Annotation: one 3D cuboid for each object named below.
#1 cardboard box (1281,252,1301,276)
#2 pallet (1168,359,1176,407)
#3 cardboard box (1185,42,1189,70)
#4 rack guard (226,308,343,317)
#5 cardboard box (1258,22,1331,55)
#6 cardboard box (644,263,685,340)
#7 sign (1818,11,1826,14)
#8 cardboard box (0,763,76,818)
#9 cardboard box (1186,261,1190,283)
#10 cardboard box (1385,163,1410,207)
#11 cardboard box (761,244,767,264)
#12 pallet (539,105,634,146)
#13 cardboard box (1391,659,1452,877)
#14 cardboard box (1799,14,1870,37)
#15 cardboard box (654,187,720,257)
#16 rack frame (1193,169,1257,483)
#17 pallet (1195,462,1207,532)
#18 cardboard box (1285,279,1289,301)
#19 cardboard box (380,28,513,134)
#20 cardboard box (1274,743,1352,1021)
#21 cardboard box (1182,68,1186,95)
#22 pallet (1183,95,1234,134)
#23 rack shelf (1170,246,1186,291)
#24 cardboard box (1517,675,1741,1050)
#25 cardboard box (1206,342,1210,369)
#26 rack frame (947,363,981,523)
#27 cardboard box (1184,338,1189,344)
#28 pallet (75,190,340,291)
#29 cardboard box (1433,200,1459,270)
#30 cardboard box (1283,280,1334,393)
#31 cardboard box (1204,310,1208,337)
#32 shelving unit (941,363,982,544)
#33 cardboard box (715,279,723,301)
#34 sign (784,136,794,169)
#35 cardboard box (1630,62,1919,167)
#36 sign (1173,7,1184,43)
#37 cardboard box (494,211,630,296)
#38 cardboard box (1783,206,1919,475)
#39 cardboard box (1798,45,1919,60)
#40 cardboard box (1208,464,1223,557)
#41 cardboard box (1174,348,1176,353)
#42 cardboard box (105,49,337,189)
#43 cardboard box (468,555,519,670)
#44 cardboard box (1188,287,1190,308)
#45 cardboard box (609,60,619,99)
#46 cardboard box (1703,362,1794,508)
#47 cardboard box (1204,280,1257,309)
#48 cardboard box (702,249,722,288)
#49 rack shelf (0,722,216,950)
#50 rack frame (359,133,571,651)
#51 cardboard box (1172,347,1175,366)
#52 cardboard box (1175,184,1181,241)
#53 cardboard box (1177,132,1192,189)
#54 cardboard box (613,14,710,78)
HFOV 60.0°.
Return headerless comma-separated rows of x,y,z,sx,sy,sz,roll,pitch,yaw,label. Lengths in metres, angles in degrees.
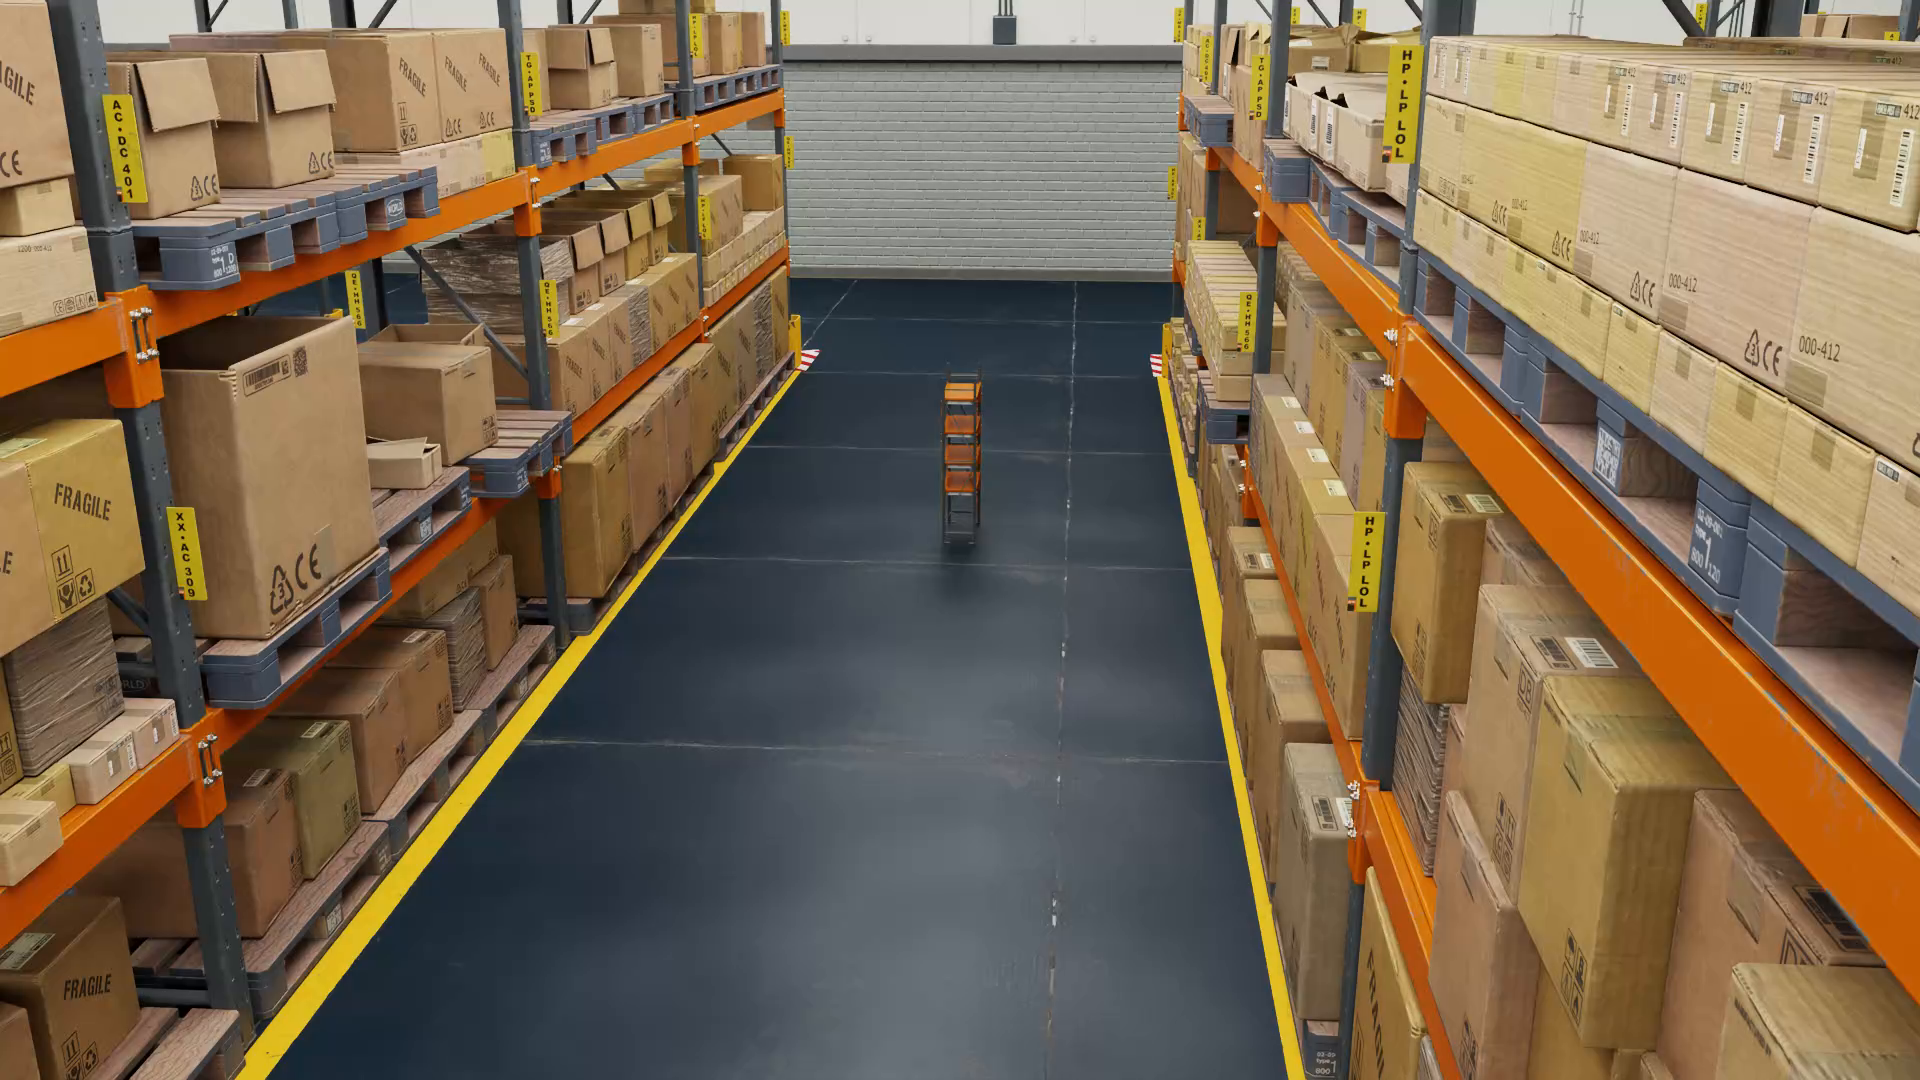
2.506,-1.964,11.872,0.380,0.149,0.250,1,18,2,cardboard box
2.566,-1.536,16.270,1.003,0.211,1.213,1,18,4,pallet
2.338,-4.435,15.261,0.500,0.250,0.500,1,18,3,cardboard box
-7.226,-2.208,17.860,1.175,0.500,0.348,1,18,4,rack guard
1.883,-2.779,9.379,0.396,0.266,0.258,1,18,4,cardboard box
-2.365,-1.778,12.372,0.500,0.500,0.500,2,18,6,cardboard box
8.150,-4.849,15.792,0.100,0.325,0.005,1,18,4,sign
-2.962,0.796,5.081,0.380,0.149,0.250,1,18,4,cardboard box
1.891,-2.003,12.470,0.380,0.149,0.250,2,18,5,cardboard box
1.696,-1.233,5.457,0.500,0.250,0.500,1,18,5,cardboard box
-2.044,-2.723,15.820,0.380,0.149,0.250,1,18,3,cardboard box
-2.778,-2.677,10.763,1.003,0.211,1.213,2,18,6,pallet
1.790,0.635,4.928,0.875,0.550,0.550,1,18,4,cardboard box
7.316,-4.154,13.970,0.500,0.500,0.500,2,18,5,cardboard box
-2.272,-2.605,13.615,0.500,0.500,0.500,1,18,4,cardboard box
2.378,-1.893,12.884,1.000,3.000,0.127,1,18,4,rack frame
2.324,-0.327,12.581,1.003,0.211,1.213,1,18,4,pallet
2.493,-1.743,11.677,0.380,0.149,0.250,1,18,2,cardboard box
-2.633,-2.350,8.497,0.500,0.500,0.500,2,18,5,cardboard box
1.760,1.266,6.181,1.050,0.750,0.750,1,18,4,cardboard box
2.378,-4.356,15.824,0.500,0.250,0.500,2,18,6,cardboard box
2.228,-3.040,11.869,1.213,0.211,1.003,1,18,4,pallet
2.522,-2.173,14.892,1.077,0.370,4.000,1,18,4,rack shelf
1.615,0.623,3.228,0.875,0.550,0.500,1,18,4,cardboard box
1.728,-1.129,10.281,0.380,0.149,0.250,1,18,3,cardboard box
0.029,-0.697,12.124,0.240,1.200,0.015,1,18,4,rack frame
2.279,-1.780,15.486,0.380,0.149,0.250,2,18,6,cardboard box
-2.984,-1.076,5.875,1.213,0.211,1.003,1,18,4,pallet
1.423,-0.776,4.225,0.380,0.149,0.250,1,18,4,cardboard box
2.050,-1.035,8.497,0.700,0.500,0.500,1,18,4,cardboard box
1.745,-1.356,10.495,0.380,0.149,0.250,1,18,4,cardboard box
0.012,-0.622,11.893,0.258,1.200,0.503,1,18,4,shelving unit
-2.190,-2.082,13.864,0.380,0.149,0.250,1,18,2,cardboard box
-1.734,-3.924,16.842,0.100,0.325,0.005,1,18,4,sign
1.313,-0.684,2.665,0.380,0.149,0.250,1,18,4,cardboard box
2.124,-4.989,16.109,0.100,0.325,0.005,1,18,4,sign
-2.689,-1.955,11.300,0.797,0.503,0.637,2,18,6,cardboard box
1.311,-0.223,1.896,0.500,0.250,0.500,1,18,4,cardboard box
2.042,-0.986,3.586,0.380,0.149,0.250,2,18,5,cardboard box
1.941,-0.199,11.053,0.500,0.500,0.500,0,18,1,cardboard box
2.296,-1.881,16.273,0.380,0.149,0.250,1,18,4,cardboard box
-2.936,-1.661,6.519,0.797,0.503,0.637,2,18,6,cardboard box
-2.876,0.394,9.211,0.700,0.500,0.500,0,18,1,cardboard box
1.877,-1.775,12.253,0.380,0.149,0.250,2,18,5,cardboard box
-2.730,-3.280,11.766,0.500,0.311,0.500,1,18,2,cardboard box
1.277,-0.147,2.305,0.380,0.149,0.250,1,18,3,cardboard box
1.765,-1.578,10.695,0.380,0.149,0.250,2,18,7,cardboard box
-2.267,-2.246,13.723,0.500,0.250,0.500,1,18,3,cardboard box
-3.278,1.412,3.952,1.077,0.370,4.000,1,18,4,rack shelf
-2.848,-0.793,9.527,1.000,3.000,0.127,1,18,4,rack frame
2.308,-1.825,16.579,0.380,0.149,0.250,2,18,5,cardboard box
2.357,-3.191,16.207,0.500,0.500,0.500,2,18,7,cardboard box
2.368,-3.666,16.051,0.500,0.500,0.500,1,18,4,cardboard box
-2.522,-4.167,14.010,0.700,0.500,0.500,2,18,7,cardboard box
